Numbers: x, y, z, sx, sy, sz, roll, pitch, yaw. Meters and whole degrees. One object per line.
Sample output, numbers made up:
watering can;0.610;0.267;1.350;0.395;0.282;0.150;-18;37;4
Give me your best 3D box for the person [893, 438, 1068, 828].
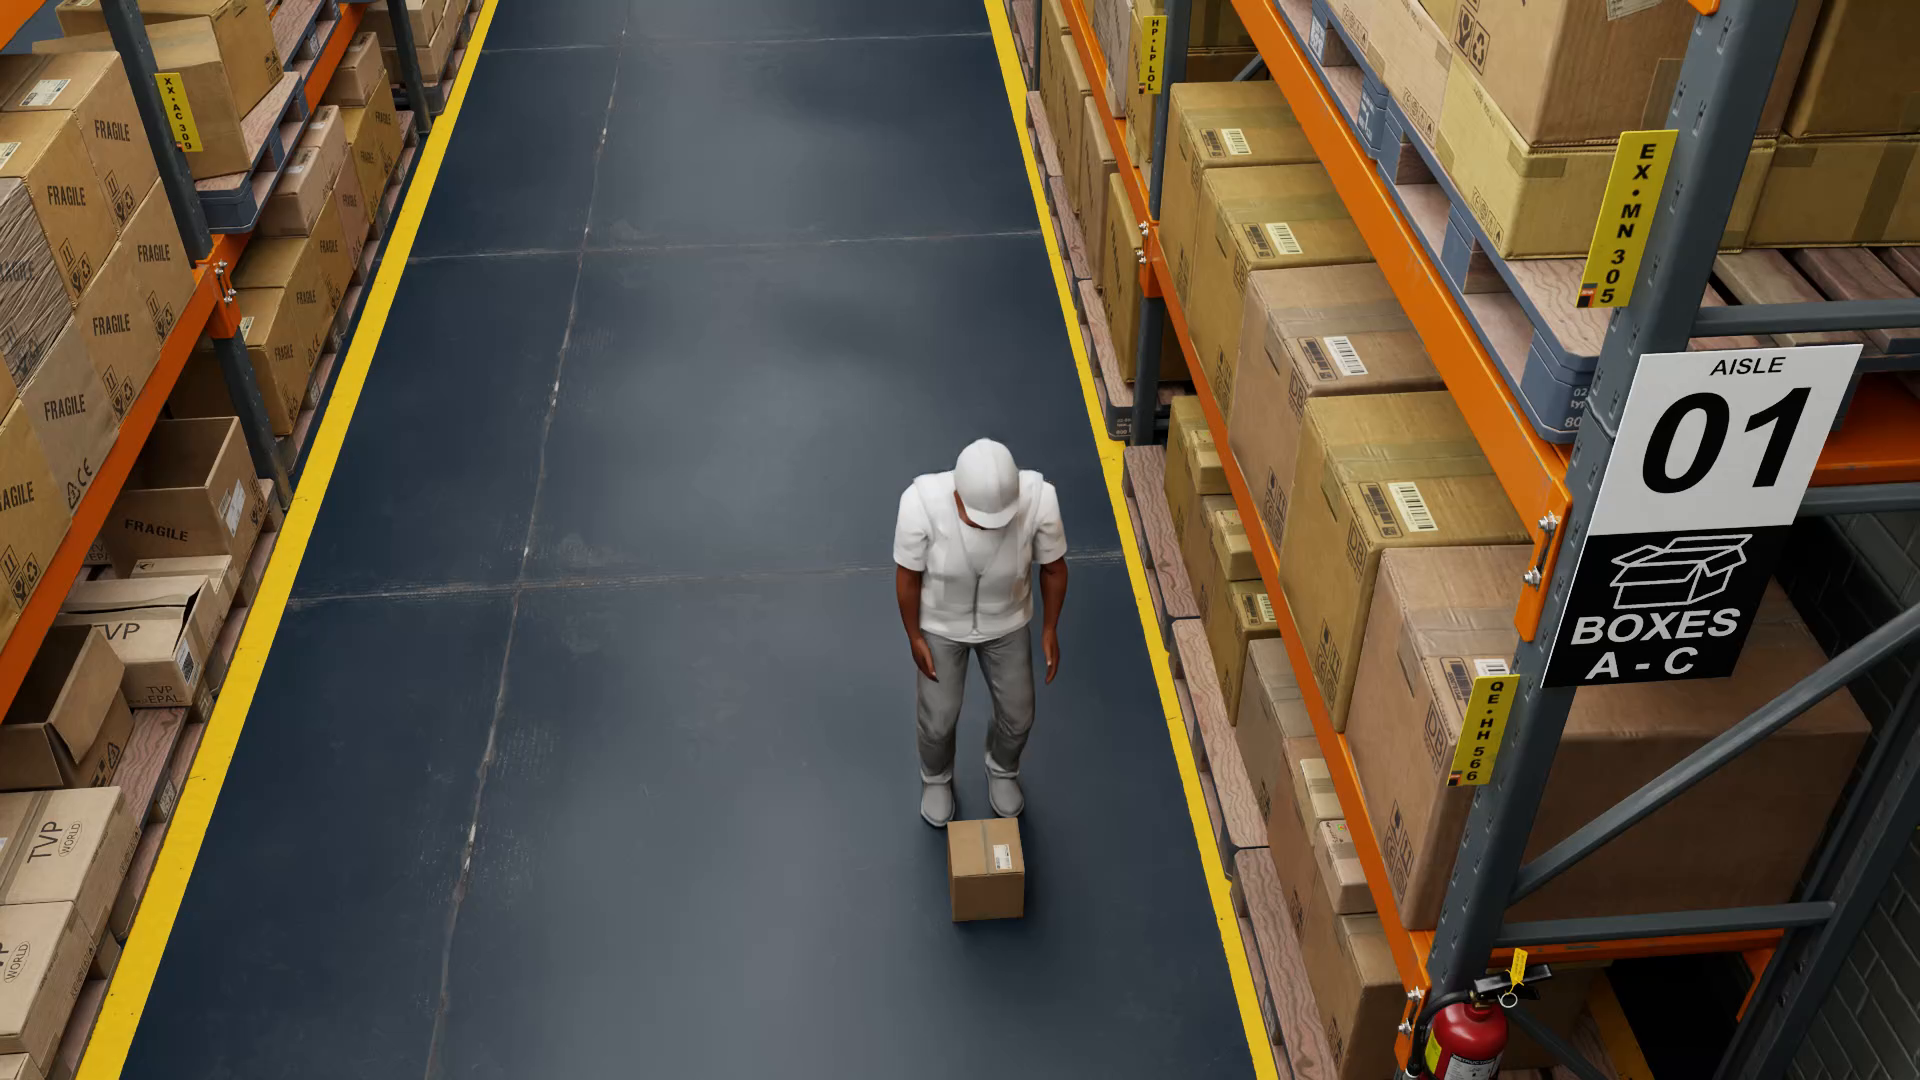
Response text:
person;0.073;0.309;5.802;0.595;1.708;0.472;-3;39;-4
